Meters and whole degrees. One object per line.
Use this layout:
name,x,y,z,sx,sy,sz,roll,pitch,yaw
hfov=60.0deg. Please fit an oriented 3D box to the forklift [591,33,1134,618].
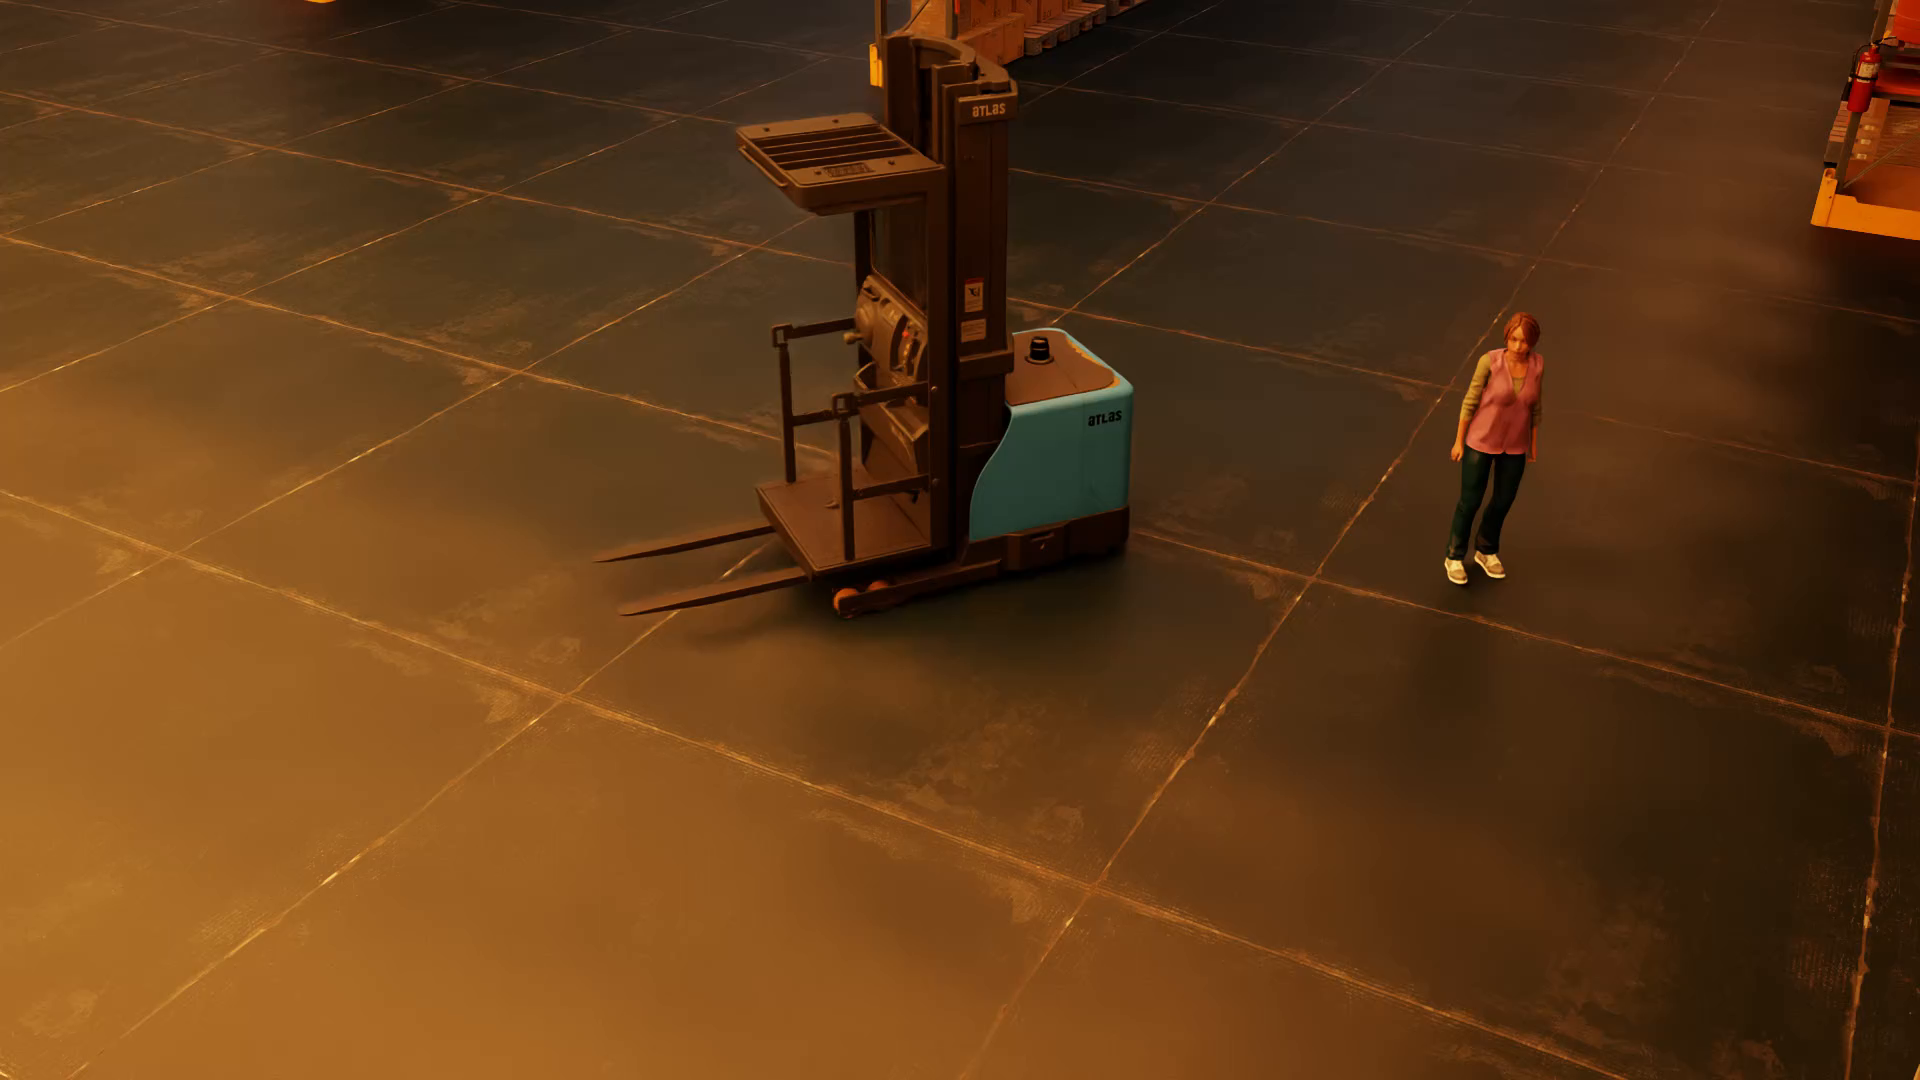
forklift,-0.564,-1.134,9.036,3.031,2.935,1.130,-12,32,-20

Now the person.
person,2.999,-0.510,9.289,0.485,1.601,0.345,-1,30,-3
